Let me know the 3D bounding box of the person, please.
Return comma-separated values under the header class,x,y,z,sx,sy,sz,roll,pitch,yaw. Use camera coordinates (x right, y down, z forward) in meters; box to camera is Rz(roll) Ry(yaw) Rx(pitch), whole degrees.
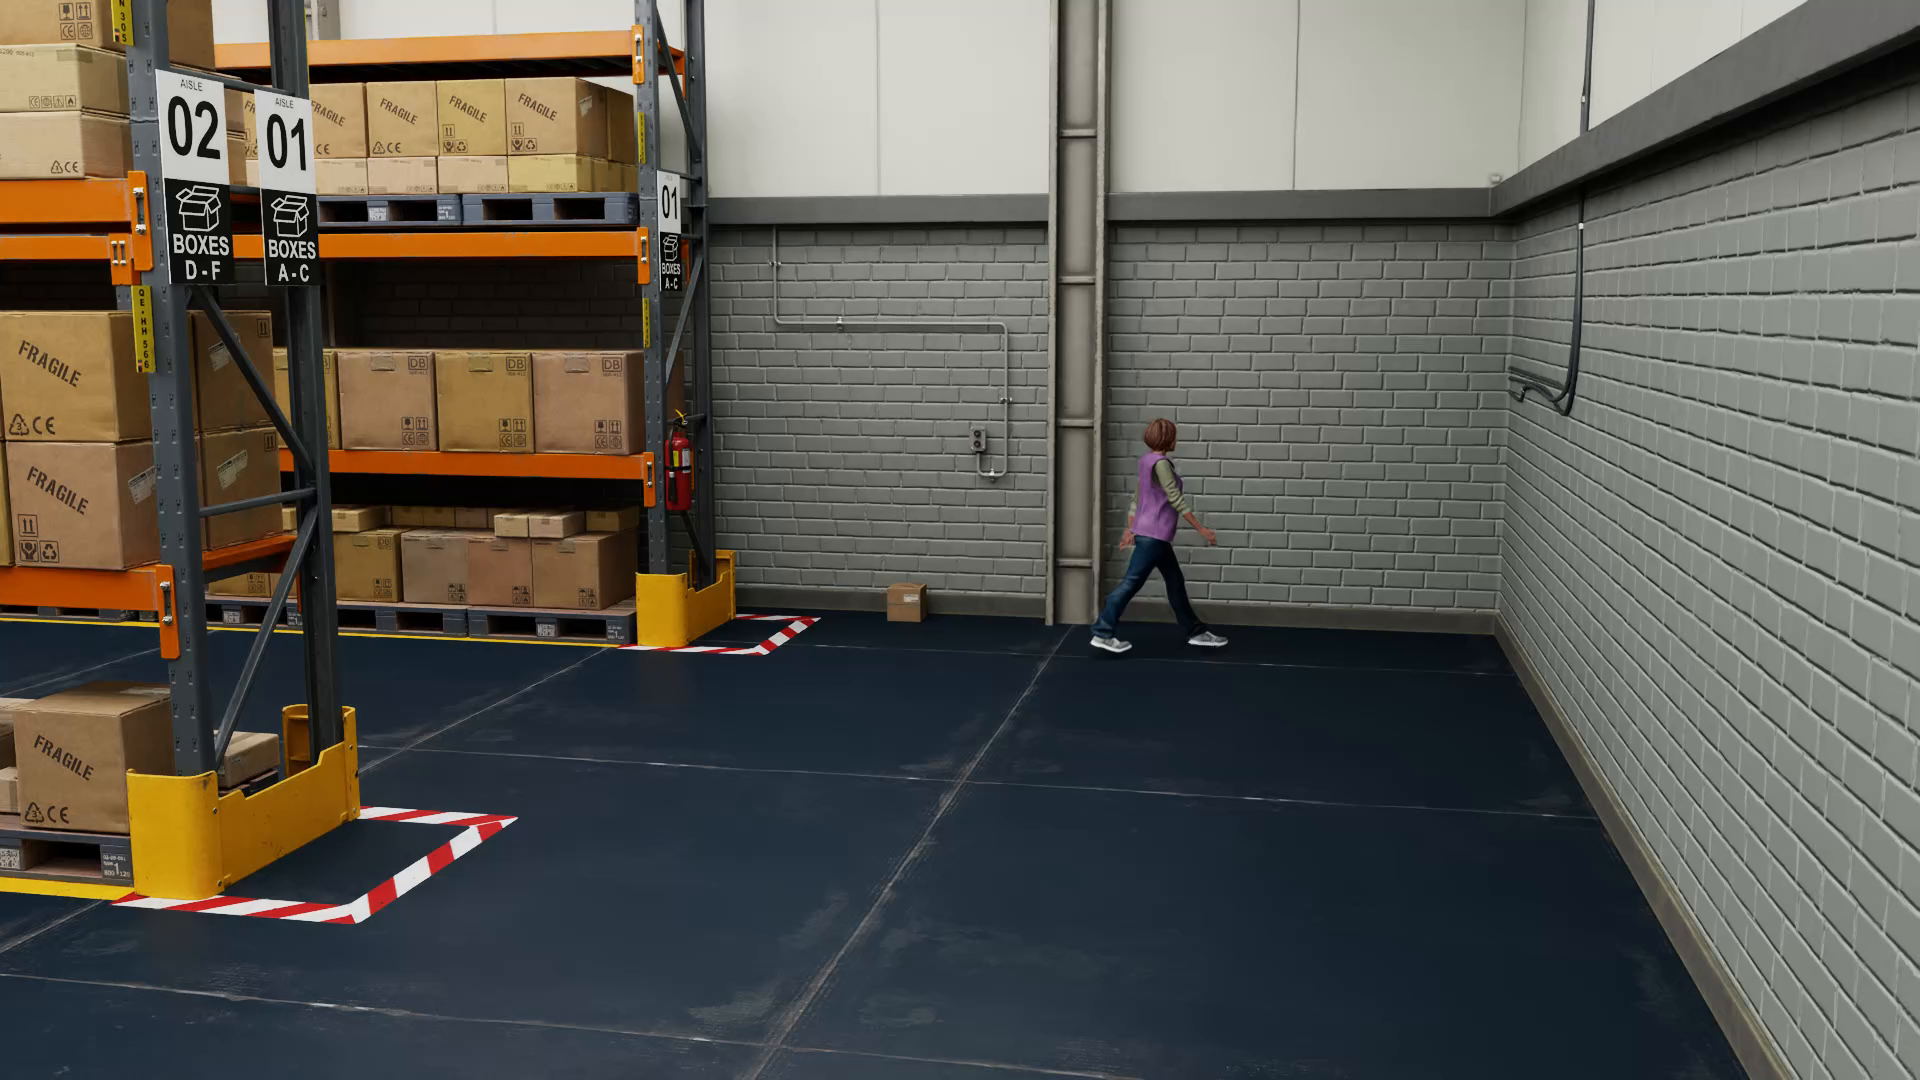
class,x,y,z,sx,sy,sz,roll,pitch,yaw
person,1.334,-0.025,10.989,0.966,1.526,0.512,-1,8,-6
